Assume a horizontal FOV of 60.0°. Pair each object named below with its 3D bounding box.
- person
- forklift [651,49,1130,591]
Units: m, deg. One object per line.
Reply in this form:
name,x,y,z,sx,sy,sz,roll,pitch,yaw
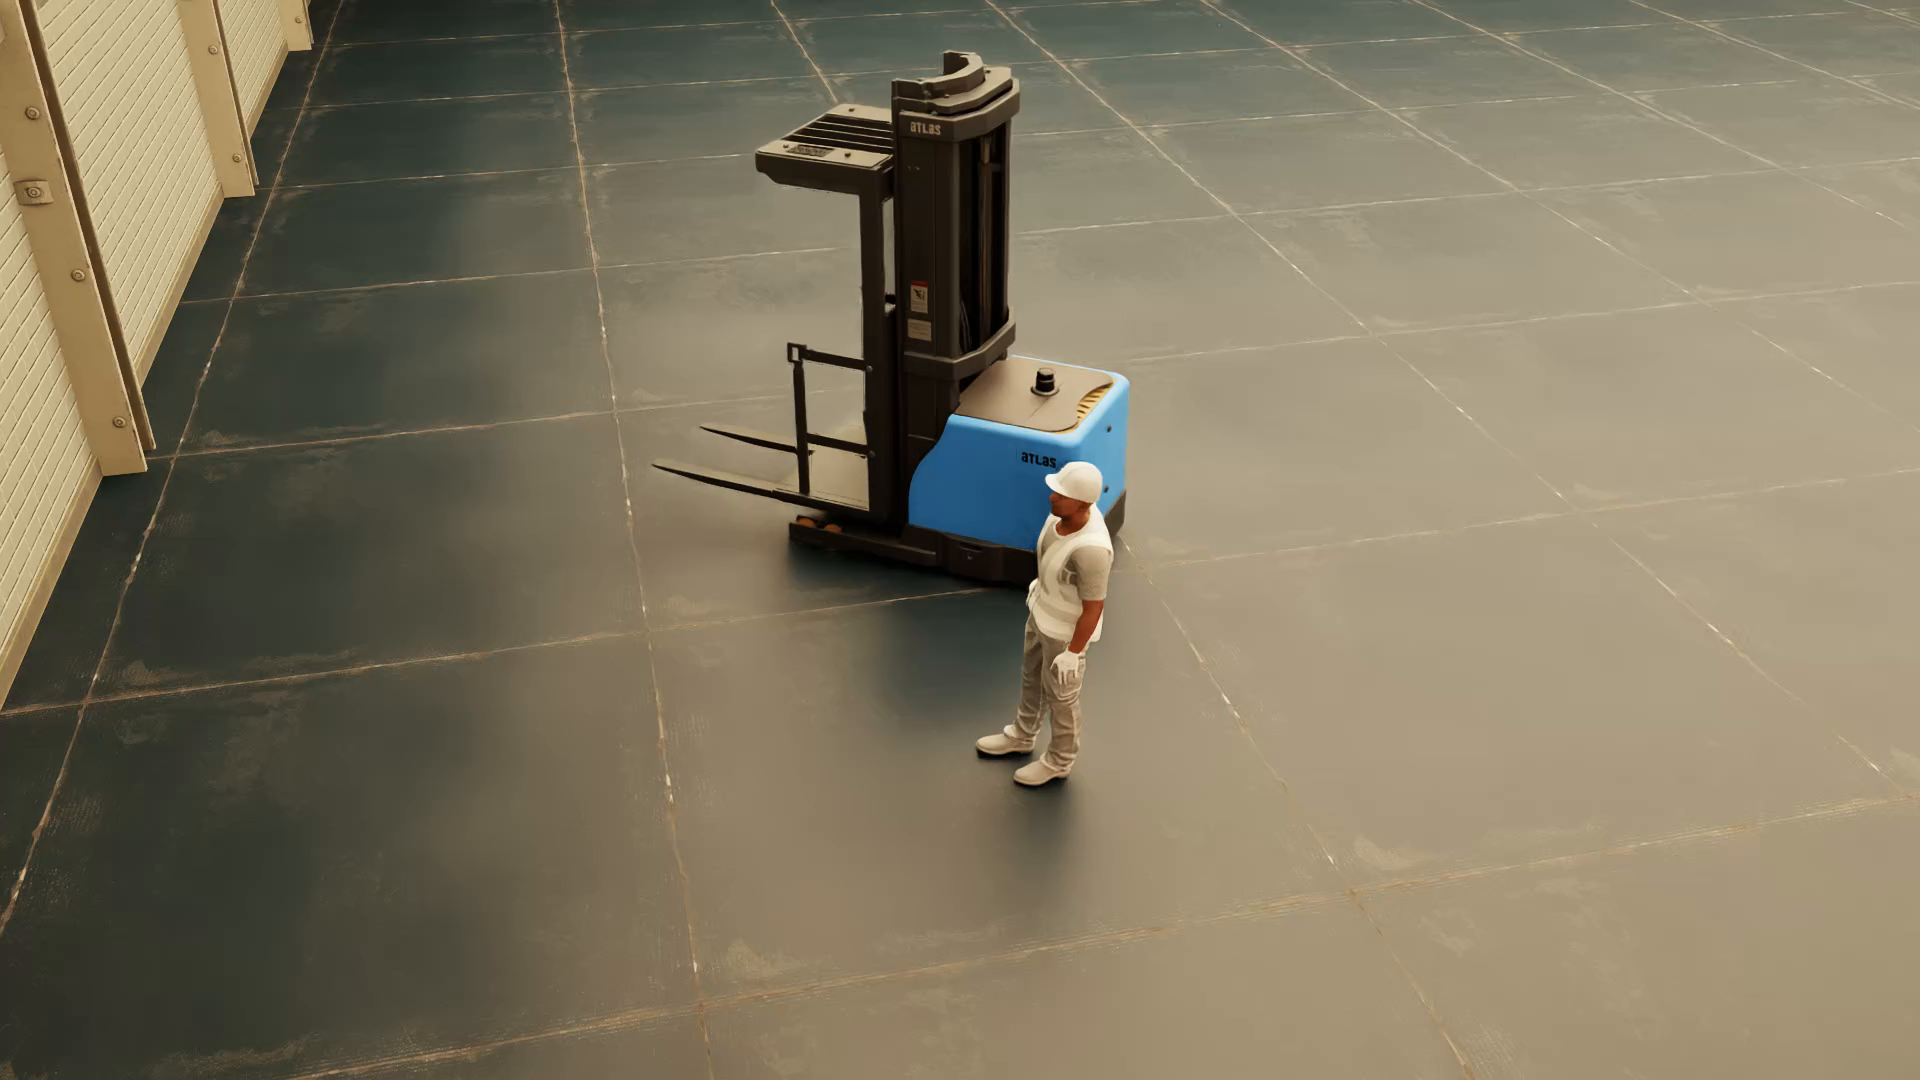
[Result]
person,0.411,0.408,8.007,0.576,1.786,0.672,-6,31,-10
forklift,-0.516,-1.423,10.033,3.031,2.935,1.130,13,32,21
